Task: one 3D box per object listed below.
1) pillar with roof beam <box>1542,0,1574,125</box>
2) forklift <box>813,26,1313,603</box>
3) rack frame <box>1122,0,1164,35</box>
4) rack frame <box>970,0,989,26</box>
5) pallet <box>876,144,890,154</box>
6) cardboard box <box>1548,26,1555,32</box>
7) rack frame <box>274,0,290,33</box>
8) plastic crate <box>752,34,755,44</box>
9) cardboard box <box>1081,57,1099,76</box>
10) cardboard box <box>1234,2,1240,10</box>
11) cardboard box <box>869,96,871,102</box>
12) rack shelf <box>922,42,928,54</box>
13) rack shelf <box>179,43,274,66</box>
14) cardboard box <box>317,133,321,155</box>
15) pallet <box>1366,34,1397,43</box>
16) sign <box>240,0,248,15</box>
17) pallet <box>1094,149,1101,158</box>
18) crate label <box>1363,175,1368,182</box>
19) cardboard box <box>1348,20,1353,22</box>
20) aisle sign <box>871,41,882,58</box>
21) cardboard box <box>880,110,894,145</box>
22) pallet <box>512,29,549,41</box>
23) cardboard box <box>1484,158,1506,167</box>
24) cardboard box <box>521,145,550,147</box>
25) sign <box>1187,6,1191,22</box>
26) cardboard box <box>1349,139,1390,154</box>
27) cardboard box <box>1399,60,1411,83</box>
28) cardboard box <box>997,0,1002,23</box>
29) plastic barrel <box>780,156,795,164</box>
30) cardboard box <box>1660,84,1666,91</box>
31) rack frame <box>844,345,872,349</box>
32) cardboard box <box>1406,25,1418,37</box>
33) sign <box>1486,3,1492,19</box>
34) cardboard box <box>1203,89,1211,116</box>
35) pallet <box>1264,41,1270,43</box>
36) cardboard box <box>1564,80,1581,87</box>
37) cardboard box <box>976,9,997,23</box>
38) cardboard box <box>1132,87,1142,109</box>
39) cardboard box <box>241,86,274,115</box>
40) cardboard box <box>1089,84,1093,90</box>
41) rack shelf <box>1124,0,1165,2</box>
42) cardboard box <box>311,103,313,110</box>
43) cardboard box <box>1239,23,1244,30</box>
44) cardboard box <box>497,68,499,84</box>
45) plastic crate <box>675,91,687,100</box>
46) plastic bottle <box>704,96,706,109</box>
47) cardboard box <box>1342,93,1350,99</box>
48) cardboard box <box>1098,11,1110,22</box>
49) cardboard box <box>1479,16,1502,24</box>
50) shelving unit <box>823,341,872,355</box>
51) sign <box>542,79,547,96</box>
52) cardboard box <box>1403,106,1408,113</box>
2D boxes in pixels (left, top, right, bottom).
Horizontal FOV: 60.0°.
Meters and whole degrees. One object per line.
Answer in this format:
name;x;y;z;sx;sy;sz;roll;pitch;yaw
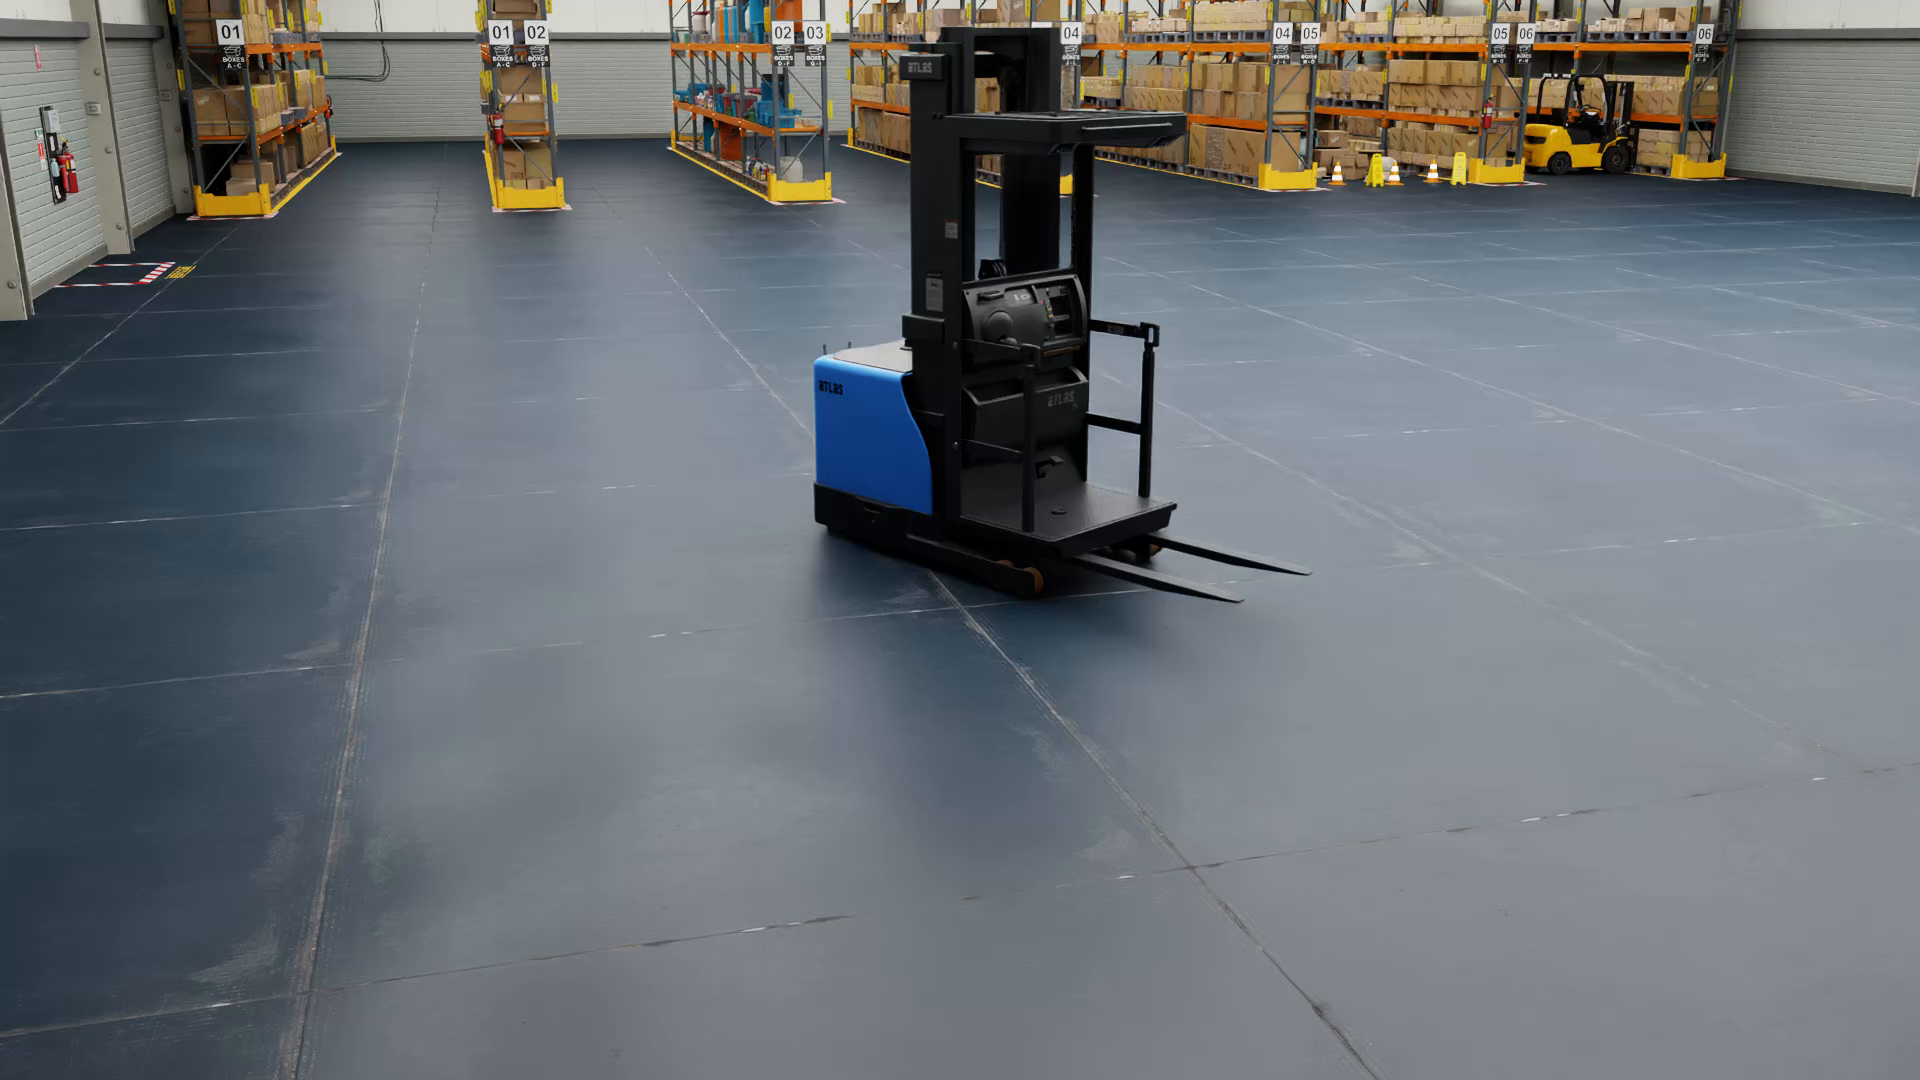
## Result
pillar with roof beam;11.005;-13.836;40.371;9.100;9.000;0.400;-5;17;-15
forklift;0.519;-1.260;9.051;3.031;2.935;1.130;16;23;42
rack frame;4.416;-13.653;39.762;1.000;3.000;0.127;-5;17;-15
rack frame;0.718;-12.182;34.866;1.000;3.000;0.127;-5;17;-15
pallet;-1.614;-10.403;44.218;1.003;0.211;1.213;-5;17;-15
cardboard box;14.424;-12.332;40.110;0.380;0.149;0.250;-5;17;-15
rack frame;-14.669;-12.114;34.638;1.000;3.000;0.127;-5;17;-15
plastic crate;-3.872;-9.795;32.500;0.336;0.188;0.450;-5;17;-15
cardboard box;3.427;-12.699;44.587;0.500;0.500;0.500;-4;17;-14
cardboard box;5.846;-10.932;34.065;0.380;0.149;0.250;-5;17;-16
cardboard box;-2.233;-11.816;44.510;0.380;0.149;0.250;-5;17;-16
rack shelf;0.169;-10.954;37.242;1.077;0.370;4.000;-5;17;-15
rack shelf;-13.020;-8.673;29.648;1.077;0.370;4.000;-5;17;-15
cardboard box;-15.875;-9.566;40.199;0.700;0.500;0.500;-4;17;-15
pallet;10.179;-11.618;38.529;1.213;0.211;1.003;-5;17;-15
sign;-11.949;-8.926;27.720;0.100;0.325;0.005;-5;17;-15
pallet;3.871;-9.997;42.867;1.003;0.211;1.213;-5;17;-15
crate label;8.738;-7.663;35.224;0.298;0.136;0.250;16;23;42
cardboard box;11.723;-15.267;49.224;0.500;0.250;0.500;-5;17;-16
aisle sign;-2.311;-13.917;46.550;0.394;0.787;0.004;-5;17;-15
cardboard box;-1.585;-10.894;43.970;0.875;0.875;0.875;-5;17;-15
pallet;-7.878;-9.012;29.681;1.003;0.211;1.213;-5;17;-15
cardboard box;11.390;-8.115;35.804;0.500;0.250;0.500;-5;17;-16
cardboard box;-8.052;-7.245;31.603;0.500;0.500;0.500;-5;17;-15
sign;4.996;-11.463;36.238;0.100;0.325;0.005;-5;17;-15
cardboard box;9.899;-9.379;39.798;0.950;0.372;0.625;-4;17;-12
cardboard box;10.278;-10.480;37.198;0.700;0.500;0.500;-5;17;-15
cardboard box;1.087;-11.071;34.821;0.500;0.500;0.500;-5;17;-17
plastic barrel;-3.337;-7.135;32.087;0.421;0.512;0.421;0;17;0
cardboard box;15.642;-9.957;36.584;0.380;0.149;0.250;-4;17;-14
rack frame;-0.610;-0.683;10.357;0.200;1.050;0.008;-12;17;-34
cardboard box;10.255;-11.315;36.935;0.500;0.250;0.500;-5;17;-16
sign;10.807;-10.808;33.967;0.100;0.325;0.005;-5;17;-15
cardboard box;5.801;-9.494;36.083;0.875;0.550;0.550;-5;17;-15
pallet;8.609;-13.028;43.224;1.003;0.211;1.213;-4;17;-13
cardboard box;14.711;-10.922;39.795;0.380;0.149;0.250;-4;17;-13
cardboard box;0.684;-11.134;35.681;0.797;0.503;0.637;-6;18;-18
cardboard box;4.422;-10.542;39.658;0.500;0.500;0.500;-5;17;-16
cardboard box;-12.872;-8.047;30.450;0.500;0.500;0.500;-5;17;-17
cardboard box;3.486;-11.460;42.080;0.380;0.149;0.250;-4;17;-14
rack shelf;4.965;-12.564;38.081;1.077;0.370;4.000;-5;17;-15
cardboard box;-15.311;-10.097;38.755;0.380;0.149;0.250;-4;17;-14
cardboard box;5.917;-10.479;33.942;0.380;0.149;0.250;-5;17;-16
cardboard box;-8.540;-8.934;32.052;0.700;0.500;0.500;-5;17;-15
plastic crate;-7.410;-11.909;44.571;0.416;0.233;0.300;-5;17;-15
plastic bottle;-6.066;-10.450;39.731;0.061;0.283;0.133;-5;17;-15
cardboard box;9.455;-10.724;40.147;0.380;0.149;0.250;-4;17;-14
cardboard box;3.682;-13.076;41.552;0.396;0.266;0.258;-5;17;-15
cardboard box;10.969;-10.755;34.377;0.380;0.149;0.250;-5;17;-15
shelving unit;-0.682;-0.705;10.453;0.215;1.050;0.252;-12;17;-34
sign;-8.274;-9.024;33.136;0.100;0.325;0.005;-5;17;-15
cardboard box;10.246;-9.723;37.543;0.380;0.149;0.250;-5;17;-16
